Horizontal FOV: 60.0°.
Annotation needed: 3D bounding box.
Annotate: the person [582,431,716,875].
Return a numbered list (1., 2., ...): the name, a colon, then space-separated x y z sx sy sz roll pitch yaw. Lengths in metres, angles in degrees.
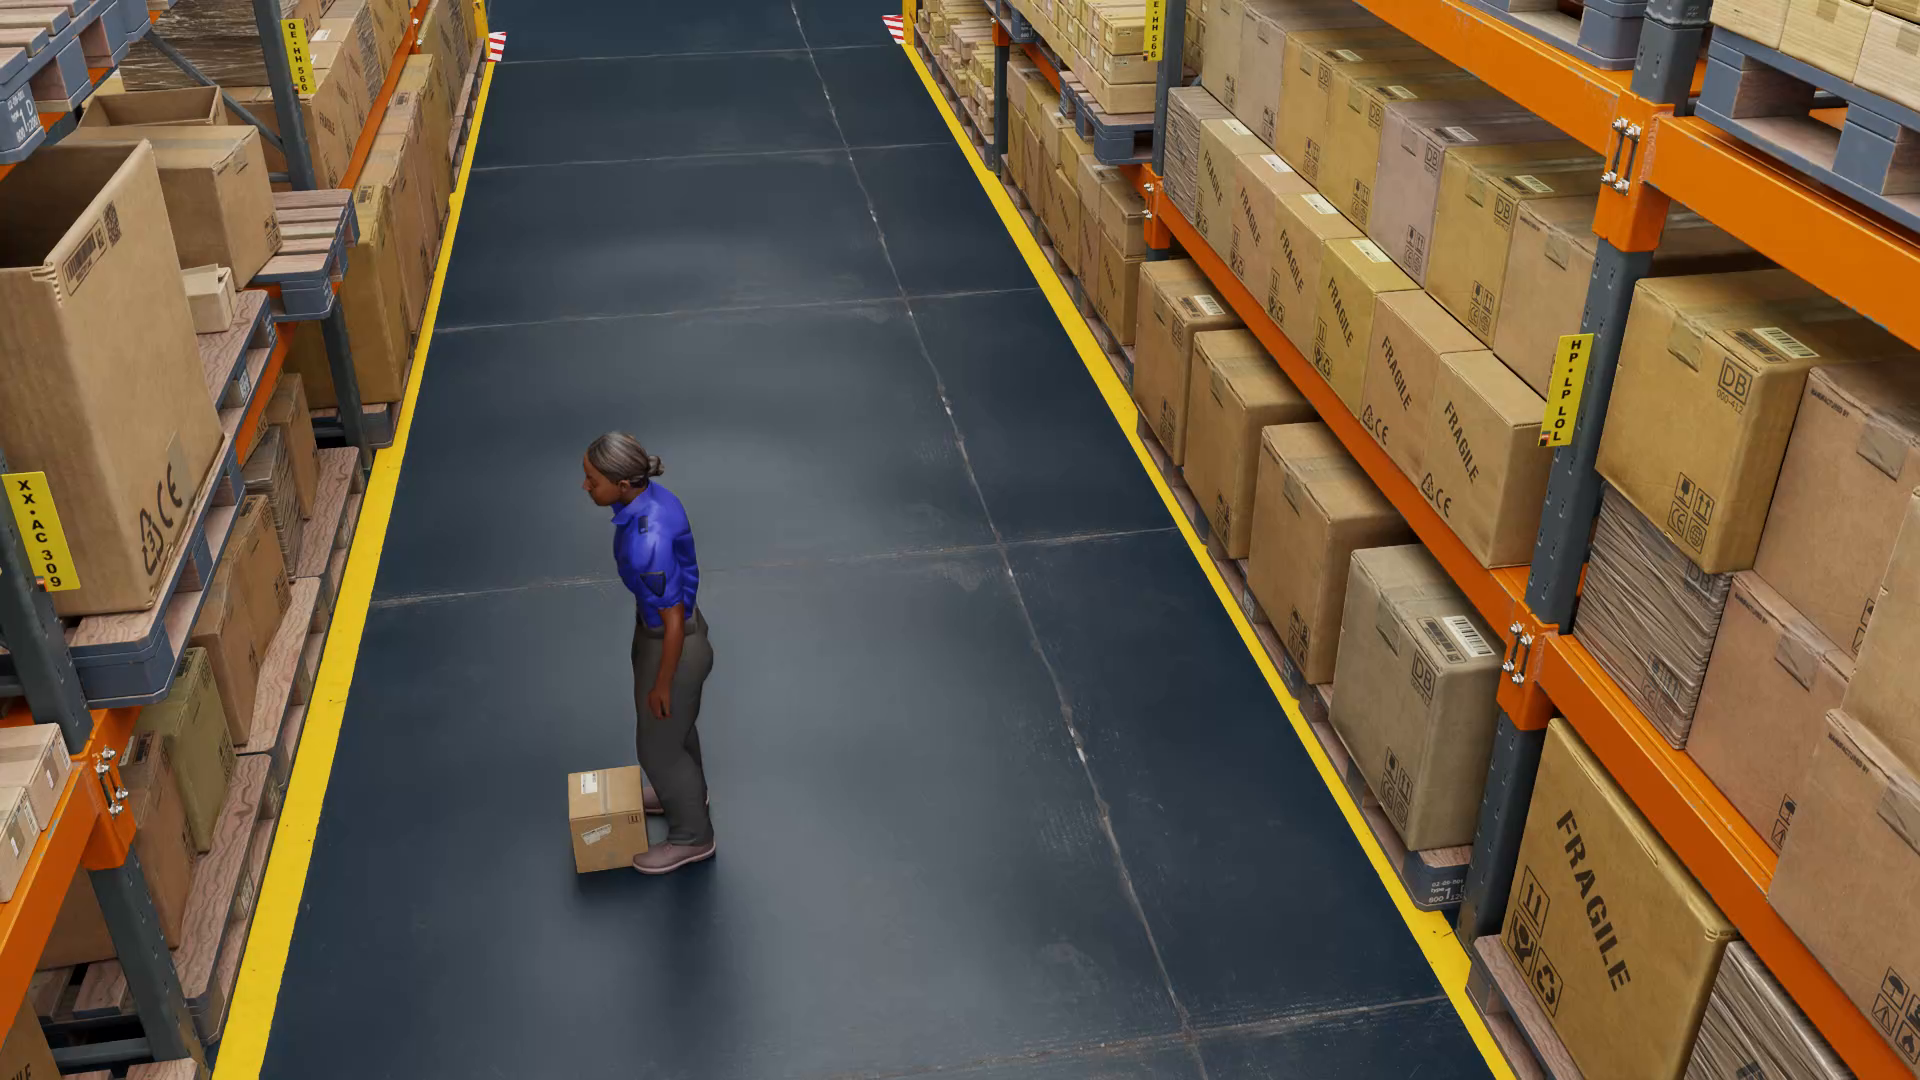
1. person: -1.007 0.356 5.543 0.352 1.653 0.530 -7 32 -12
